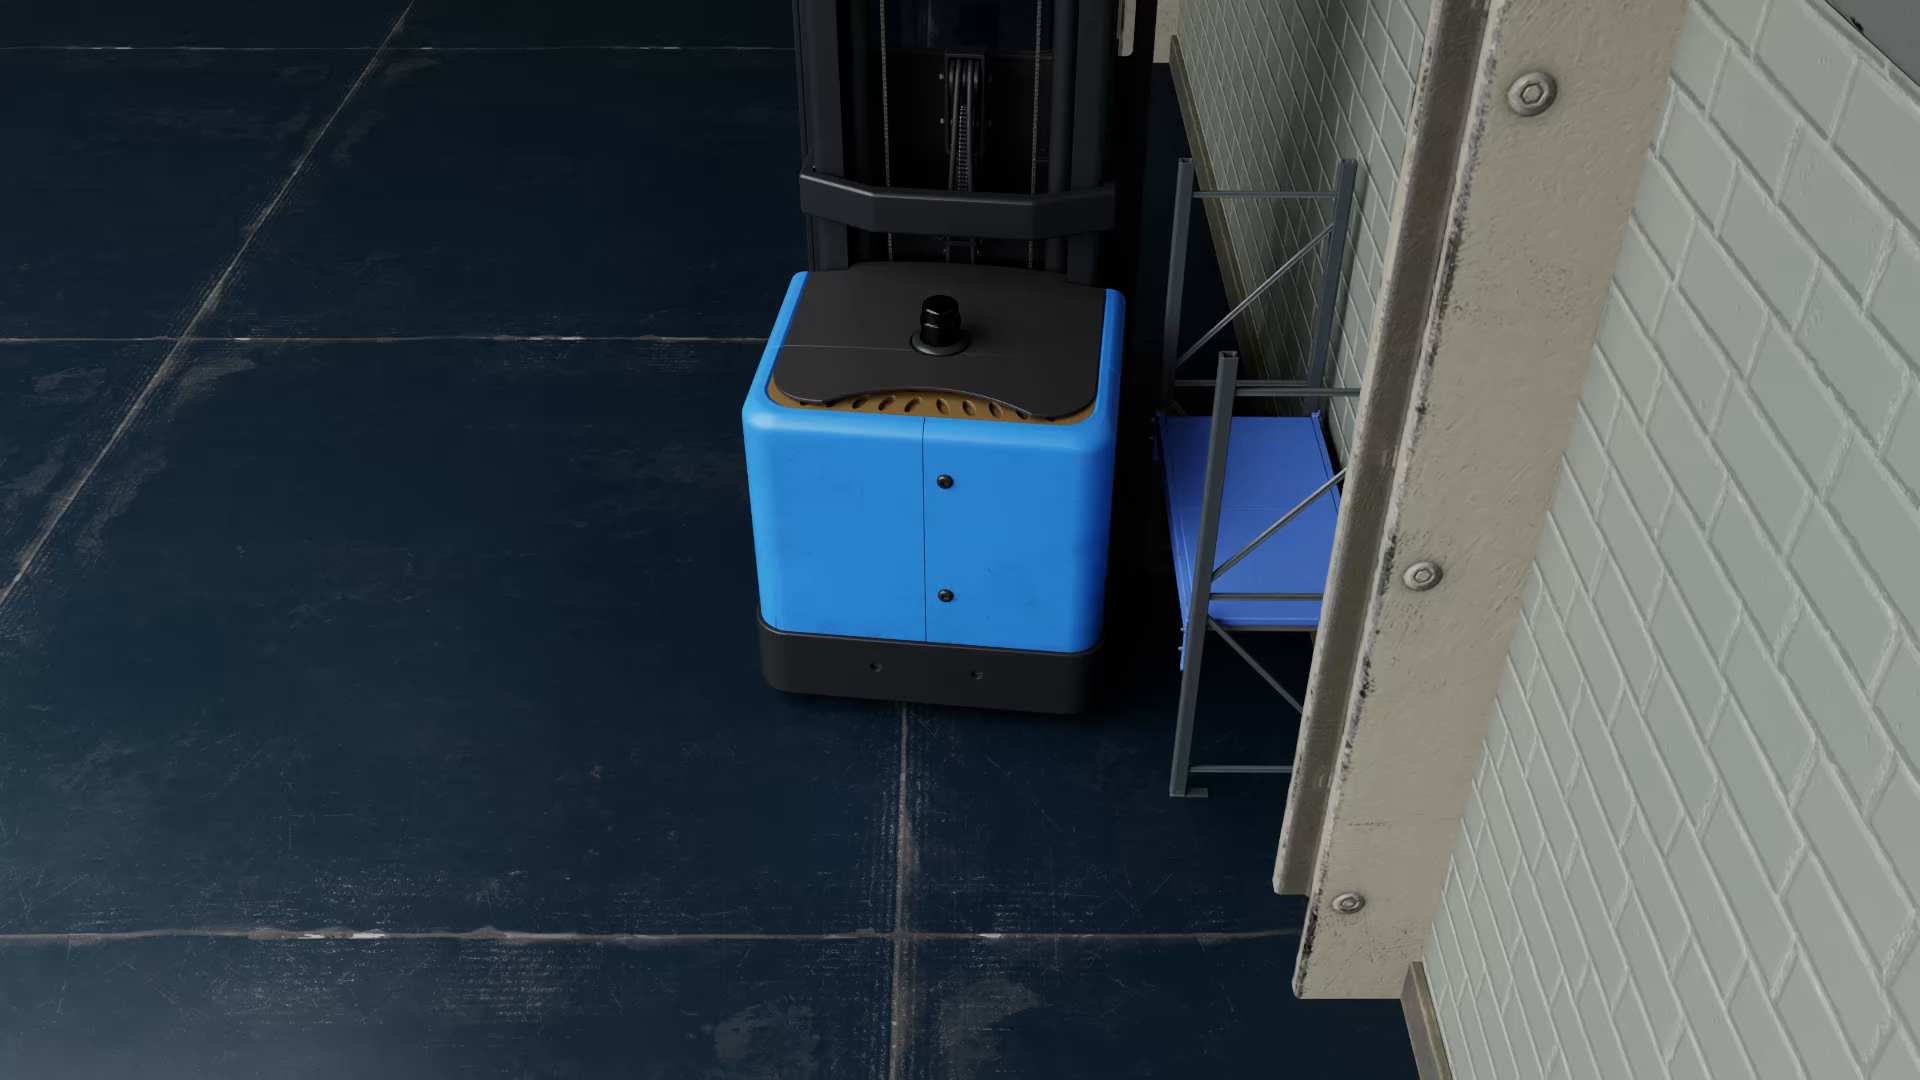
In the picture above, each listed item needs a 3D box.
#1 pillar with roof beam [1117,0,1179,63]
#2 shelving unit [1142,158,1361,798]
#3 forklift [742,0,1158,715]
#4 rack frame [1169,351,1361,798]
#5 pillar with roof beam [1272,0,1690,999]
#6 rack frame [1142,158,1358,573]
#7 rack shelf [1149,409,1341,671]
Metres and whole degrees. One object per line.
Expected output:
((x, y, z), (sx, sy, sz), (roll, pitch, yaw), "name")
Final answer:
((-3.296, -6.206, 6.298), (9.100, 9.000, 0.400), (0, 39, 0), "pillar with roof beam")
((0.864, -0.165, 4.757), (0.538, 1.500, 1.048), (0, 39, 0), "shelving unit")
((0.071, -1.534, 5.321), (1.130, 2.935, 3.031), (4, 39, 5), "forklift")
((0.859, 0.152, 4.360), (0.500, 1.500, 0.032), (0, 39, 0), "rack frame")
((-3.289, -2.454, 1.616), (9.100, 9.000, 0.400), (0, 39, 0), "pillar with roof beam")
((0.868, -0.483, 5.154), (0.500, 1.500, 0.032), (0, 39, 0), "rack frame")
((0.864, -0.025, 4.870), (0.538, 0.185, 1.000), (0, 39, 0), "rack shelf")
